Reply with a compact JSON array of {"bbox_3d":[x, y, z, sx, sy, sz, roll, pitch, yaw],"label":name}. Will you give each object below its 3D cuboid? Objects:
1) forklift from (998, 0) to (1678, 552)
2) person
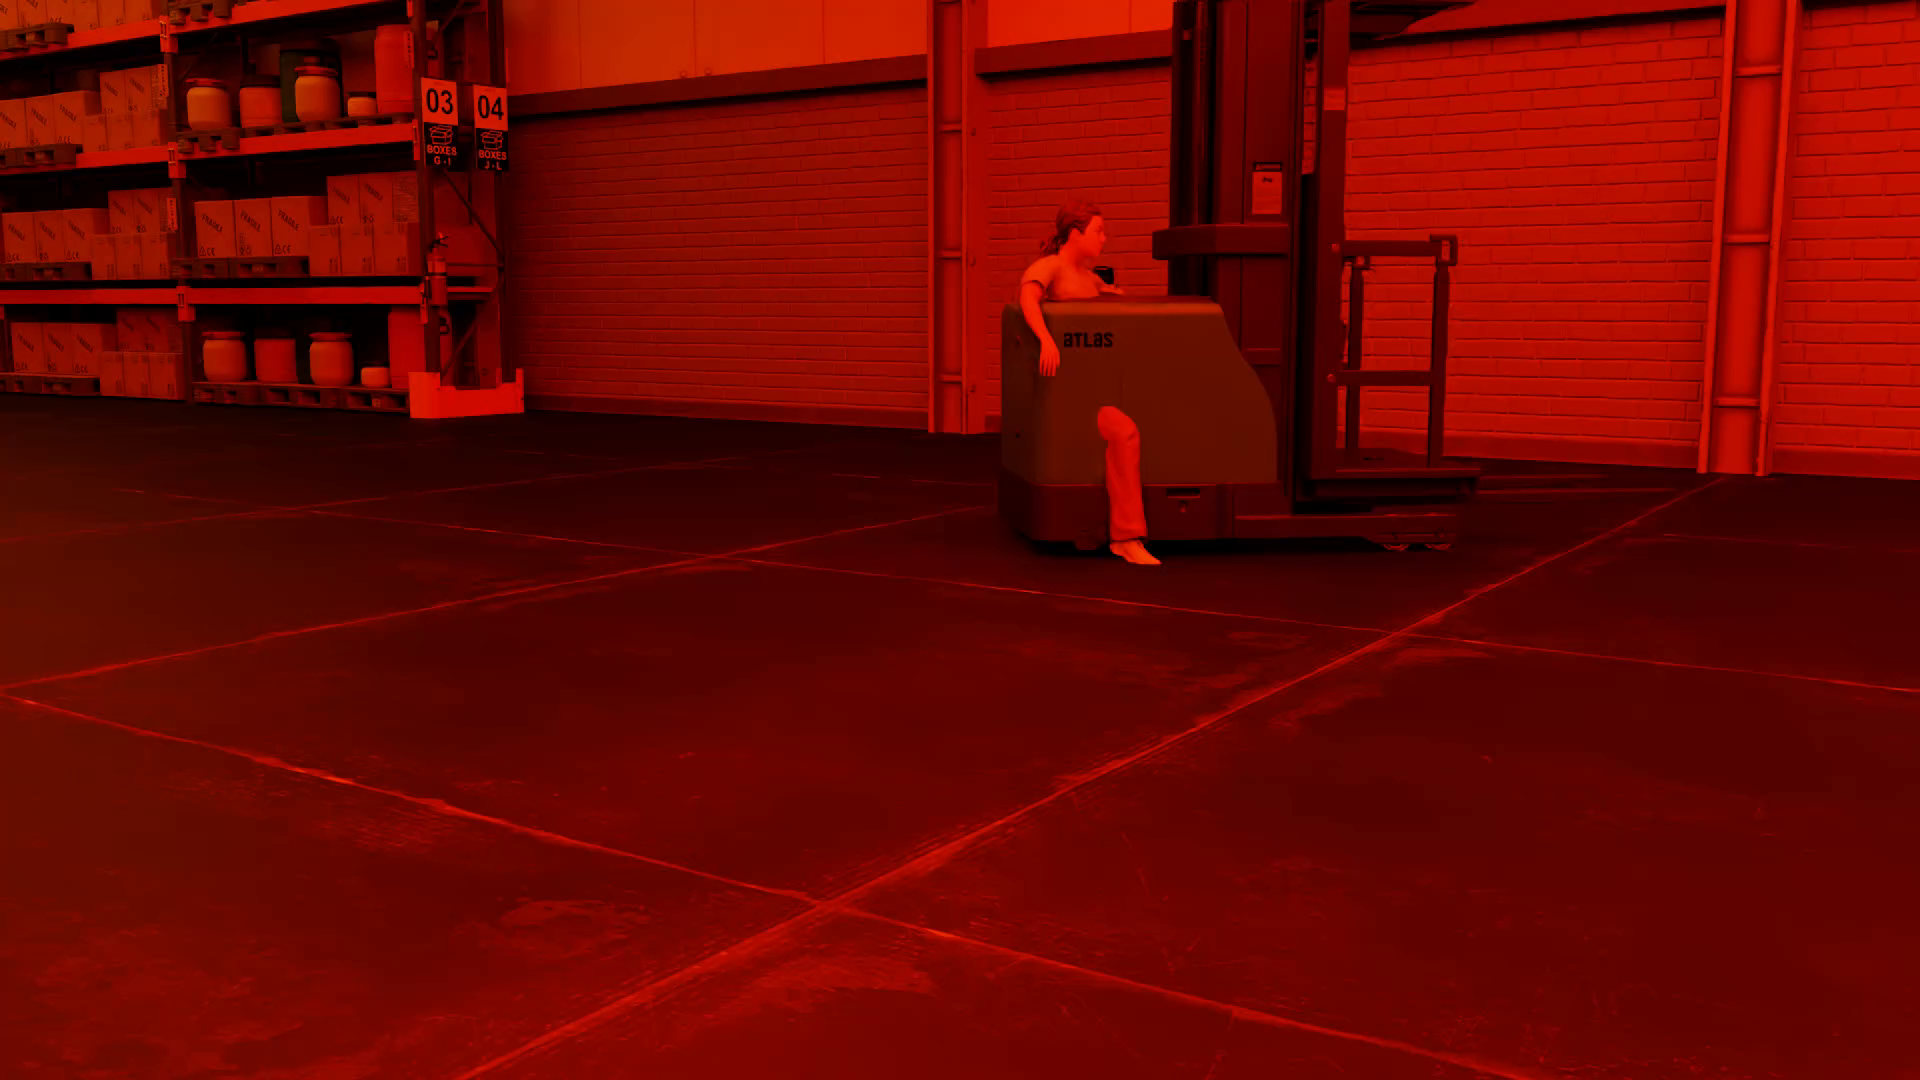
[{"bbox_3d":[1.742,-1.473,7.554,3.031,2.935,1.130,-1,8,-8],"label":"forklift"},{"bbox_3d":[0.616,-0.685,7.158,0.716,1.549,0.874,4,9,24],"label":"person"}]
